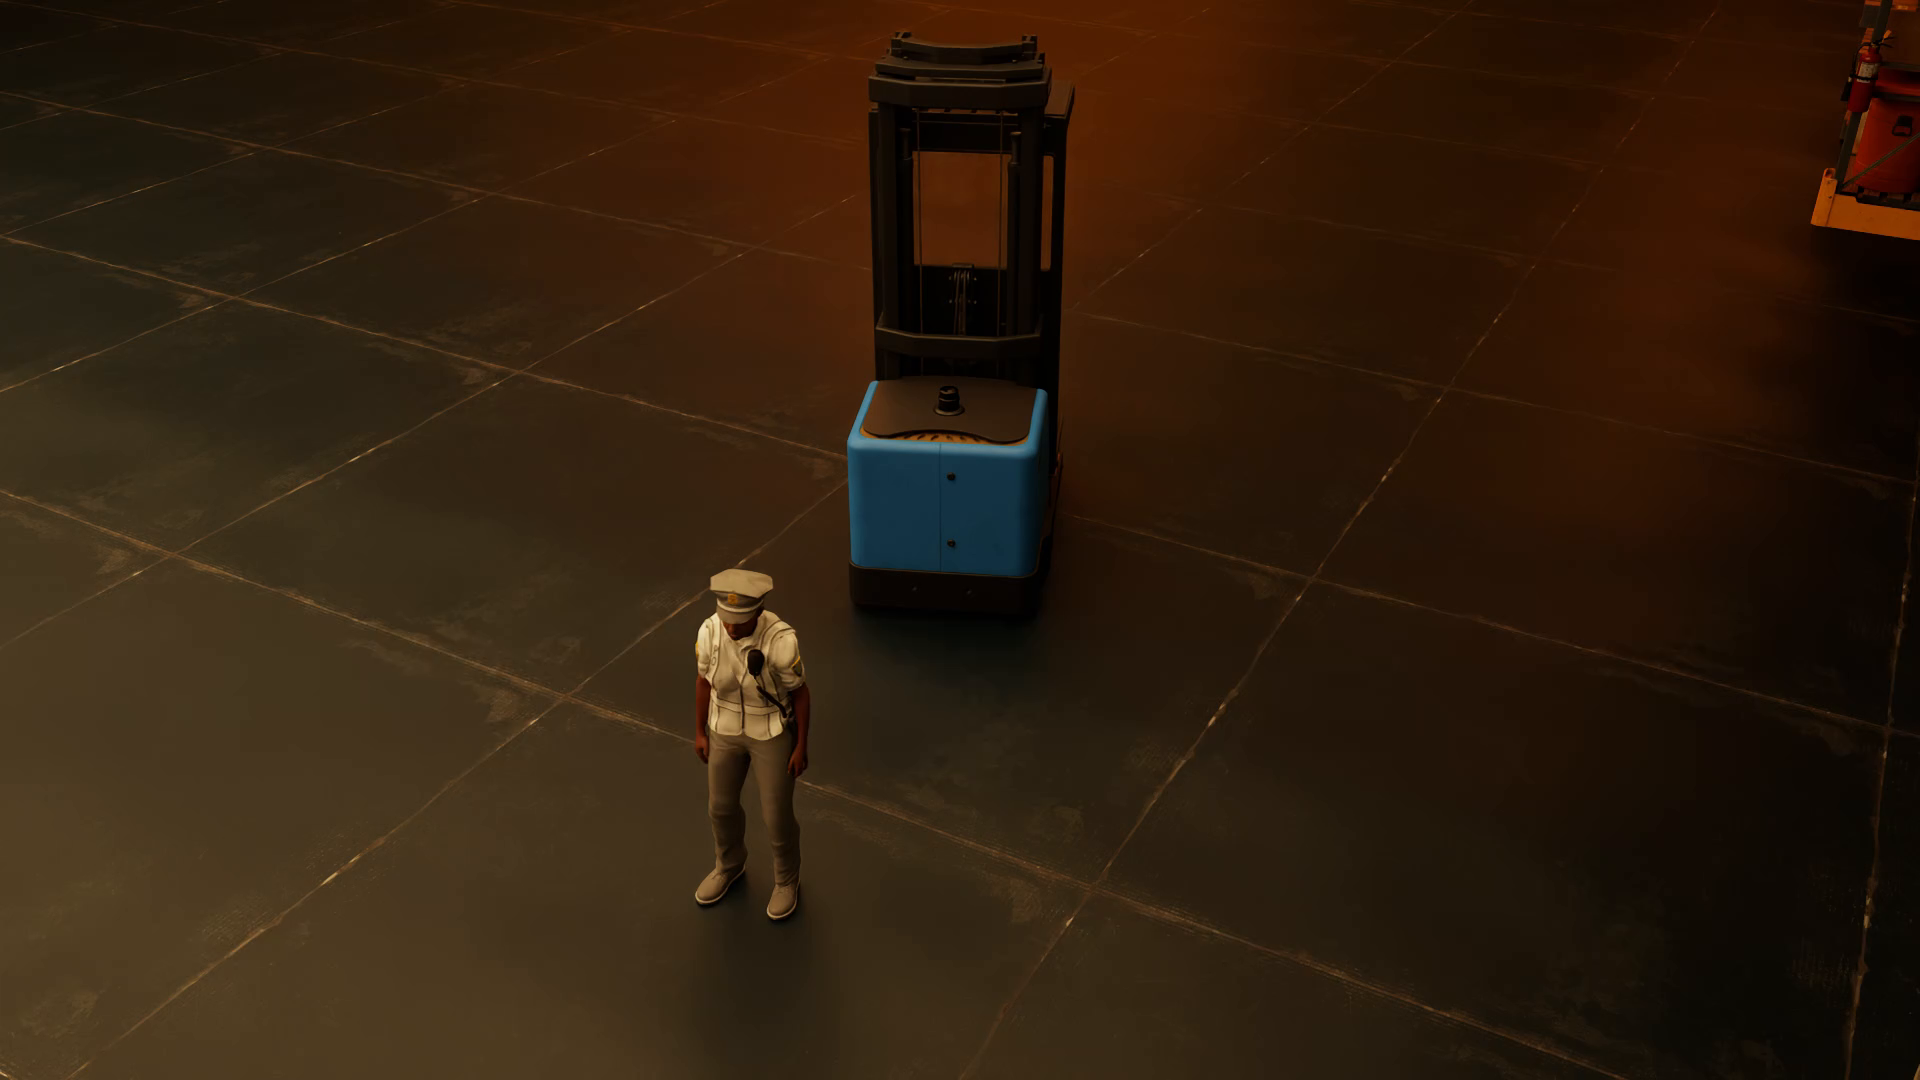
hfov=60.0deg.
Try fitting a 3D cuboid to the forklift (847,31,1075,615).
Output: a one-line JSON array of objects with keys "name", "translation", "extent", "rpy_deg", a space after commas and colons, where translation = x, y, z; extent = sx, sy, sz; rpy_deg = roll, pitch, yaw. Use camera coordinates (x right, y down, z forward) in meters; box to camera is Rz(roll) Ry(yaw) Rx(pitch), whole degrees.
[{"name": "forklift", "translation": [0.072, -1.572, 9.794], "extent": [1.130, 2.935, 3.031], "rpy_deg": [3, 30, 6]}]

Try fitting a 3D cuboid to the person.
[{"name": "person", "translation": [-0.877, 0.825, 6.917], "extent": [0.525, 1.658, 0.395], "rpy_deg": [7, 31, 12]}]
